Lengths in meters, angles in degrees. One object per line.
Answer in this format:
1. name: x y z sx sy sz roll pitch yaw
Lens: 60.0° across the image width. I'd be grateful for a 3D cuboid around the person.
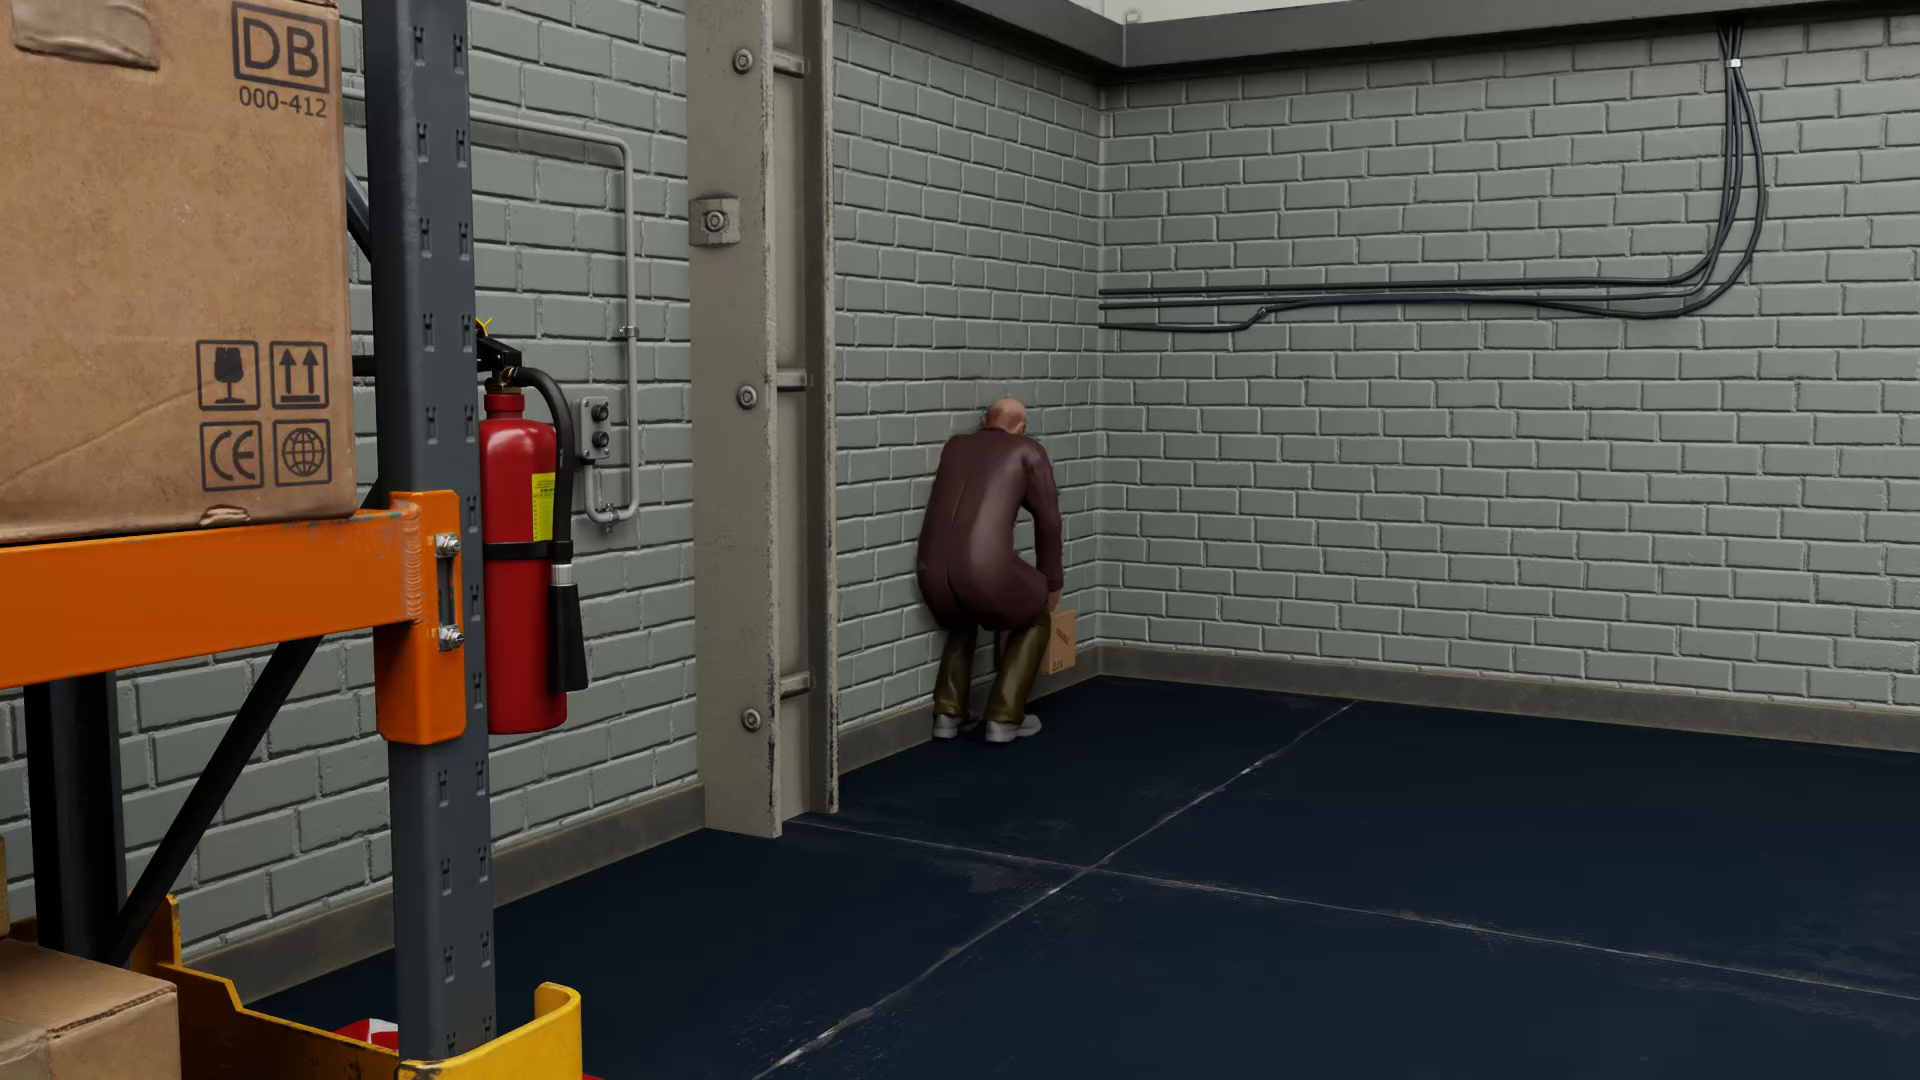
1. person: 0.082 0.112 6.875 0.631 1.395 0.735 3 7 29
